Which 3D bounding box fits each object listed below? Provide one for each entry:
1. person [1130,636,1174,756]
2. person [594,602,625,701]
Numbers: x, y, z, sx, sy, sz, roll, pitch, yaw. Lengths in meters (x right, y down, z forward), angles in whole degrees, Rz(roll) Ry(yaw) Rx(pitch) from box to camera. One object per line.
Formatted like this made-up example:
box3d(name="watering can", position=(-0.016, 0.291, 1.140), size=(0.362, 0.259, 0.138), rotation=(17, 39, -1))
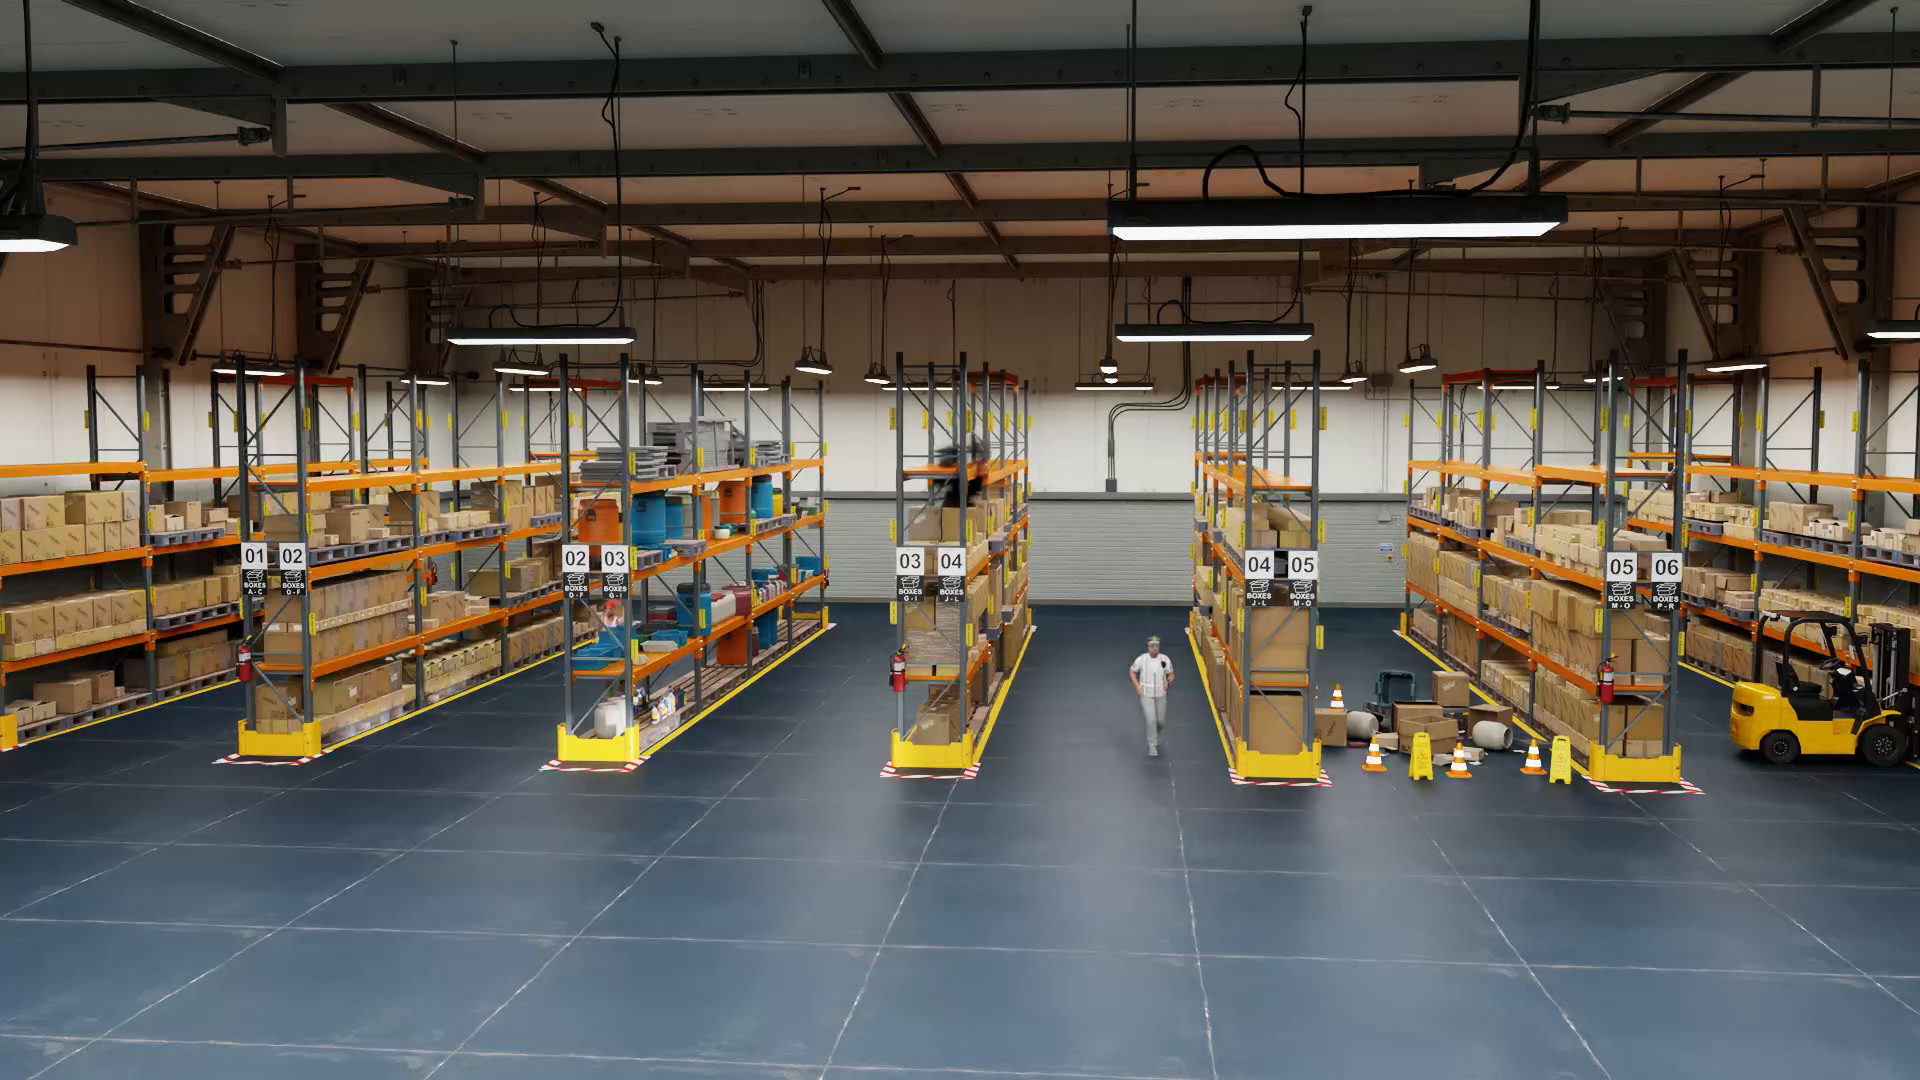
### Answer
box3d(name="person", position=(2.918, 2.332, 25.229), size=(0.671, 1.775, 0.774), rotation=(0, 4, -2))
box3d(name="person", position=(-6.302, 1.986, 30.053), size=(0.667, 1.767, 0.741), rotation=(0, 4, 6))
